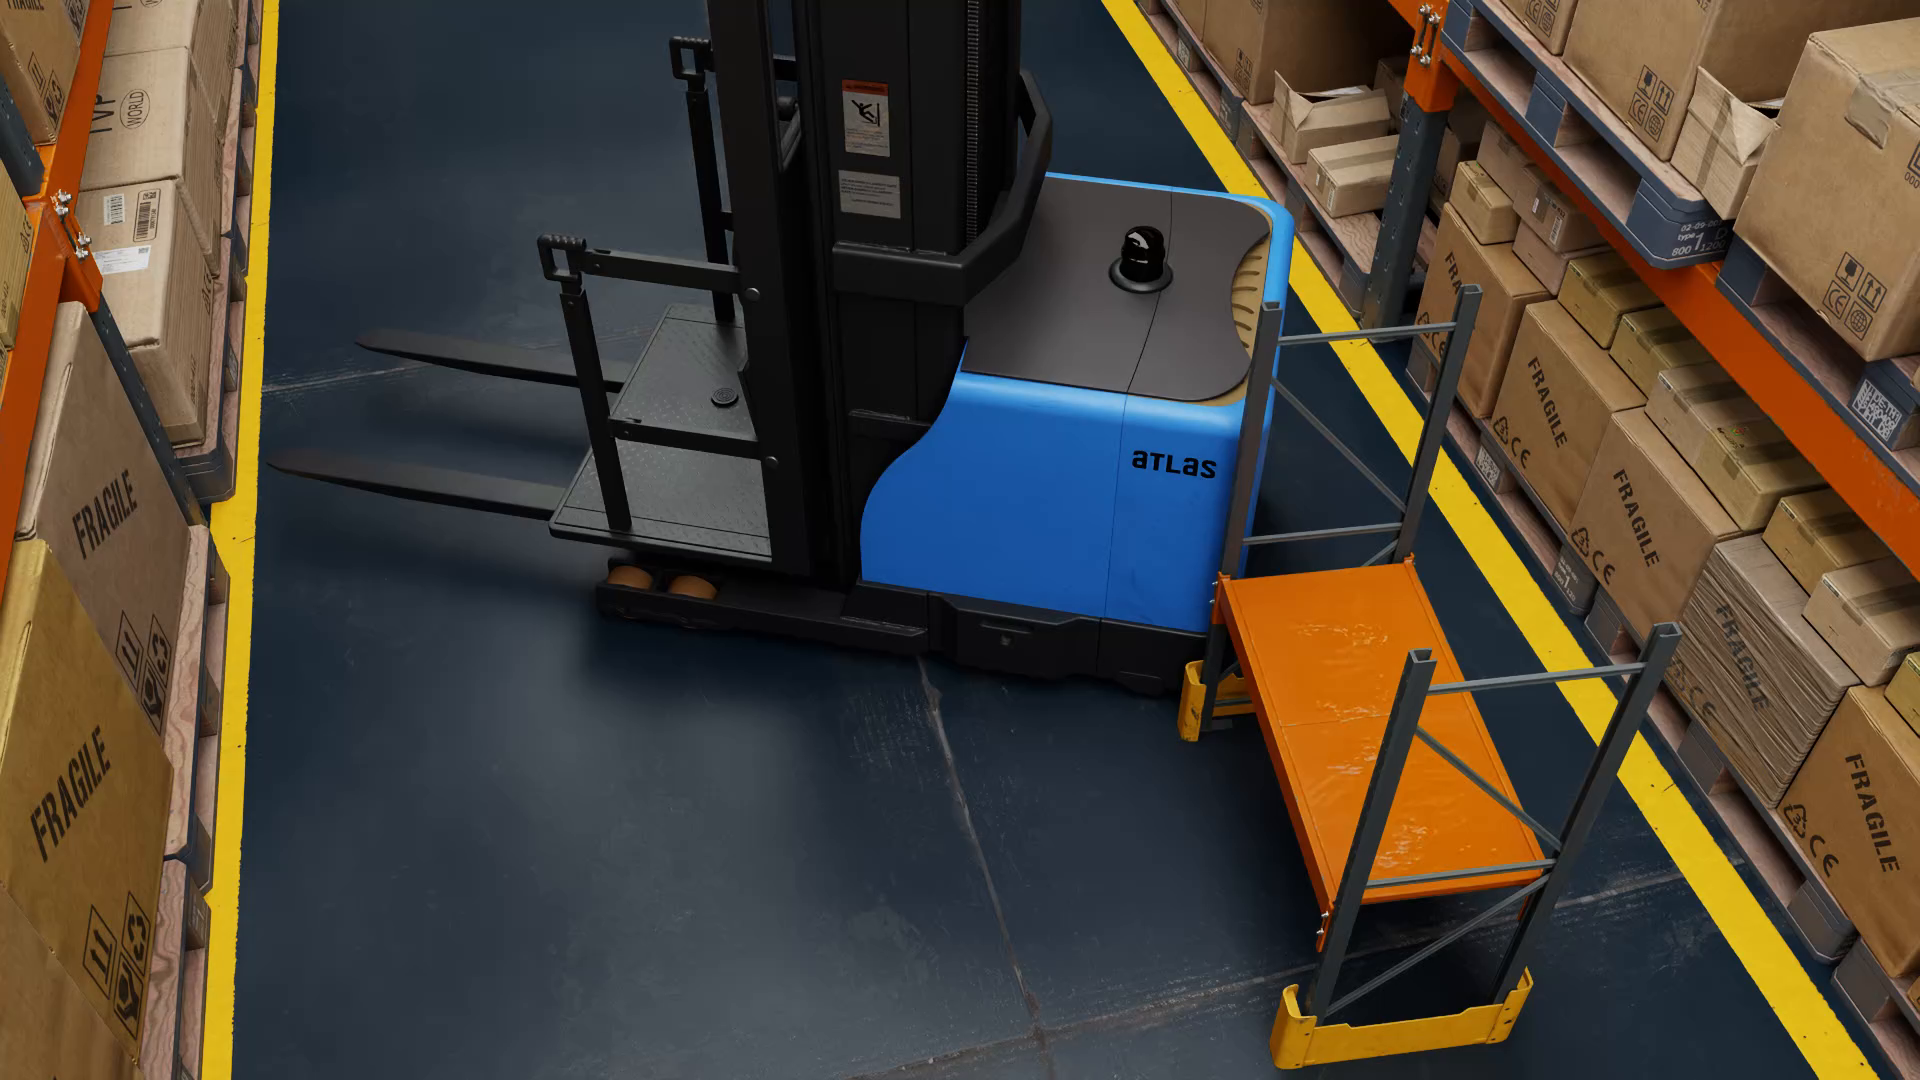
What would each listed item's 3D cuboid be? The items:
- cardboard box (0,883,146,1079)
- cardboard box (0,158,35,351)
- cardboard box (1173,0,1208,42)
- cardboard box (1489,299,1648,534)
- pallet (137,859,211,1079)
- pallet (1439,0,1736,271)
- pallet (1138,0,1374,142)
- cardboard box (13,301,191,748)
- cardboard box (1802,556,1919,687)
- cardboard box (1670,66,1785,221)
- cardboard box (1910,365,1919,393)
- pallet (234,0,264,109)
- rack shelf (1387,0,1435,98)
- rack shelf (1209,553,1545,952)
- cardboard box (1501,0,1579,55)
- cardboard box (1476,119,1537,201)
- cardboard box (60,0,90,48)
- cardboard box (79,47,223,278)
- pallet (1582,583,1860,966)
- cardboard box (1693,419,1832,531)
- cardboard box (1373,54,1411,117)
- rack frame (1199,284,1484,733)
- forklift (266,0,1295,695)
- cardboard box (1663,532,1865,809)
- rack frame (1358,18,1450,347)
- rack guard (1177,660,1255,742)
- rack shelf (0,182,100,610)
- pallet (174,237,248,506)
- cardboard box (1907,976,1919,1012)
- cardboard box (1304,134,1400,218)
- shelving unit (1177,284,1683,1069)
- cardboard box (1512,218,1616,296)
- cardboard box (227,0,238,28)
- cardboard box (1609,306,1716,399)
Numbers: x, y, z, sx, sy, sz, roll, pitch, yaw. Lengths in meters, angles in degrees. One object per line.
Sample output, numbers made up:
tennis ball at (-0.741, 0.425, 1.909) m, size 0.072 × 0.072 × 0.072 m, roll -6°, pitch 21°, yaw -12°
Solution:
cardboard box at (-2.157, 1.286, 3.083) m, size 0.875 × 0.875 × 0.875 m, roll -10°, pitch 46°, yaw -10°
cardboard box at (-2.502, -0.648, 3.889) m, size 0.500 × 0.250 × 0.500 m, roll -12°, pitch 47°, yaw -11°
cardboard box at (1.198, -2.487, 7.044) m, size 0.500 × 0.500 × 0.500 m, roll -10°, pitch 46°, yaw -10°
cardboard box at (1.989, -0.405, 5.003) m, size 0.500 × 0.500 × 0.500 m, roll -11°, pitch 47°, yaw -11°
pallet at (-2.274, 1.375, 3.755) m, size 1.003 × 0.211 × 1.213 m, roll -11°, pitch 47°, yaw -10°
pallet at (2.036, -1.235, 4.495) m, size 1.003 × 0.211 × 1.213 m, roll -11°, pitch 47°, yaw -10°
pallet at (1.446, -2.216, 7.274) m, size 1.003 × 0.211 × 1.213 m, roll -11°, pitch 47°, yaw -10°
cardboard box at (-2.624, 0.046, 4.298) m, size 0.875 × 0.875 × 0.875 m, roll -9°, pitch 46°, yaw -9°
cardboard box at (2.277, 0.173, 3.982) m, size 0.380 × 0.149 × 0.250 m, roll -13°, pitch 47°, yaw -12°
cardboard box at (1.922, -0.944, 3.875) m, size 0.396 × 0.266 × 0.258 m, roll -9°, pitch 46°, yaw -8°
cardboard box at (2.364, -0.389, 3.164) m, size 0.797 × 0.503 × 0.637 m, roll -12°, pitch 47°, yaw -11°
pallet at (-3.604, -2.212, 7.270) m, size 1.003 × 0.211 × 1.213 m, roll -11°, pitch 47°, yaw -10°
rack shelf at (1.425, -3.003, 6.596) m, size 1.077 × 0.370 × 4.000 m, roll -11°, pitch 47°, yaw -10°
rack shelf at (0.980, 0.473, 3.988) m, size 0.538 × 0.185 × 1.000 m, roll -5°, pitch 46°, yaw -5°
cardboard box at (1.844, -1.681, 4.433) m, size 0.700 × 0.500 × 0.500 m, roll -10°, pitch 46°, yaw -9°
cardboard box at (1.830, -1.192, 5.112) m, size 0.380 × 0.149 × 0.250 m, roll -11°, pitch 47°, yaw -11°
cardboard box at (-2.852, -1.719, 4.764) m, size 0.500 × 0.500 × 0.500 m, roll -10°, pitch 47°, yaw -10°
cardboard box at (-3.147, -1.285, 5.909) m, size 0.875 × 0.438 × 0.875 m, roll -12°, pitch 47°, yaw -11°
pallet at (2.497, 0.501, 4.612) m, size 1.003 × 0.211 × 1.213 m, roll -11°, pitch 47°, yaw -10°
cardboard box at (2.166, -0.187, 4.335) m, size 0.380 × 0.149 × 0.250 m, roll -9°, pitch 46°, yaw -9°
cardboard box at (1.885, -1.822, 6.637) m, size 0.380 × 0.149 × 0.250 m, roll -11°, pitch 47°, yaw -11°
rack frame at (0.912, -0.012, 4.212) m, size 0.500 × 1.500 × 0.032 m, roll -5°, pitch 46°, yaw -5°
forklift at (-0.614, -1.119, 4.295) m, size 3.031 × 2.935 × 1.130 m, roll 9°, pitch 46°, yaw 8°
cardboard box at (2.239, 0.300, 4.312) m, size 0.500 × 0.500 × 0.500 m, roll -12°, pitch 47°, yaw -12°
rack frame at (1.937, -1.874, 4.986) m, size 1.000 × 3.000 × 0.127 m, roll -11°, pitch 47°, yaw -10°
rack guard at (0.913, 0.426, 4.658) m, size 0.587 × 0.250 × 0.087 m, roll -5°, pitch 46°, yaw -5°
rack shelf at (-2.348, 0.669, 2.998) m, size 1.077 × 0.370 × 4.000 m, roll -11°, pitch 47°, yaw -10°
pallet at (-2.980, -0.527, 5.619) m, size 1.003 × 0.211 × 1.213 m, roll -11°, pitch 47°, yaw -10°
cardboard box at (2.527, 1.016, 3.611) m, size 0.500 × 0.500 × 0.500 m, roll -11°, pitch 47°, yaw -11°
cardboard box at (1.510, -1.354, 6.179) m, size 0.380 × 0.149 × 0.250 m, roll -12°, pitch 47°, yaw -12°
shelving unit at (0.979, 0.341, 3.866) m, size 0.587 × 1.500 × 1.083 m, roll -5°, pitch 46°, yaw -5°
cardboard box at (1.917, -0.900, 5.033) m, size 0.380 × 0.149 × 0.250 m, roll -12°, pitch 47°, yaw -11°
cardboard box at (-3.619, -2.538, 7.137) m, size 0.875 × 0.438 × 0.875 m, roll -12°, pitch 47°, yaw -12°
cardboard box at (2.077, -0.538, 4.679) m, size 0.380 × 0.149 × 0.250 m, roll -11°, pitch 47°, yaw -11°
